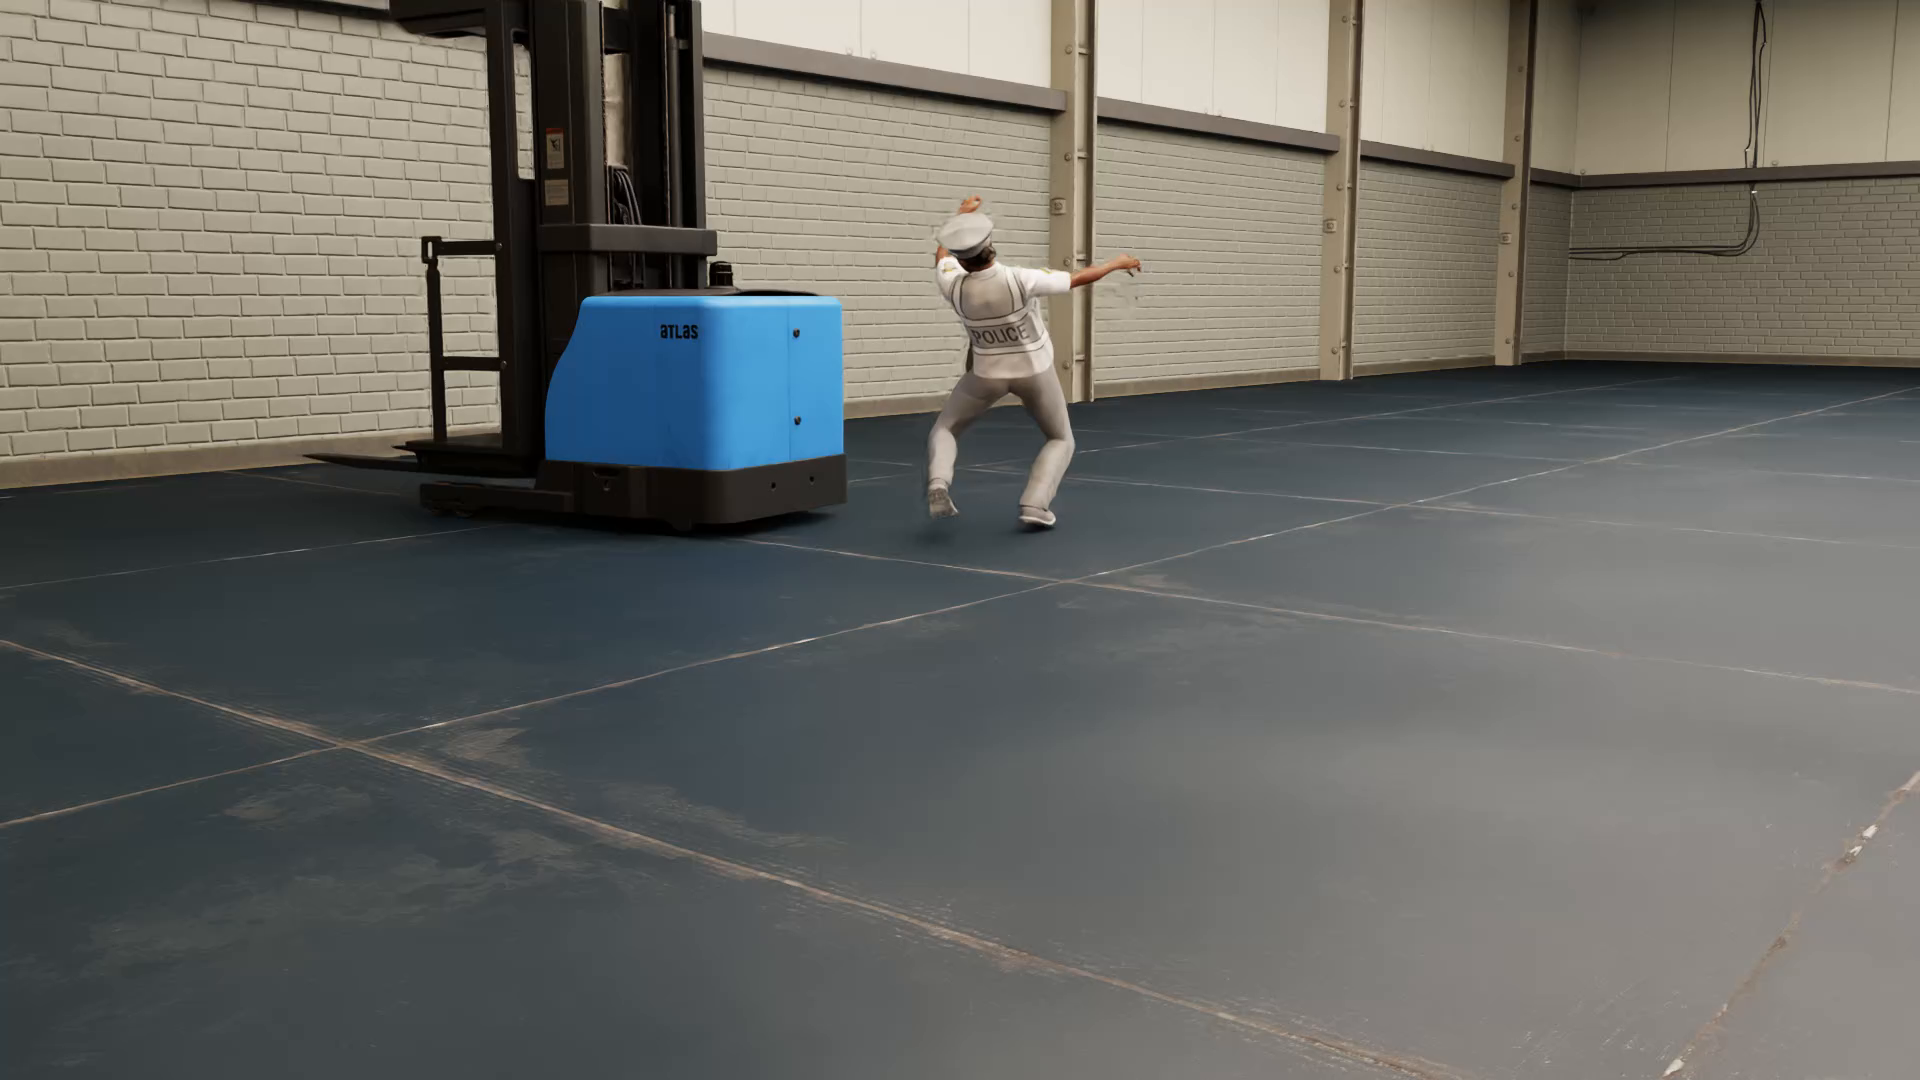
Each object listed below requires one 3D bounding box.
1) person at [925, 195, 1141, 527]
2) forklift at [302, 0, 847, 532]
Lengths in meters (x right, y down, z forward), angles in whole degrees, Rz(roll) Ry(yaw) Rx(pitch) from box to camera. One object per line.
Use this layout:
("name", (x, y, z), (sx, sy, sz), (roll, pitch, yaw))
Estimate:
("person", (0.334, -0.818, 7.620), (1.002, 1.540, 0.710), (0, 8, 3))
("forklift", (-2.088, -1.619, 8.347), (3.031, 2.935, 1.130), (5, 10, 30))
